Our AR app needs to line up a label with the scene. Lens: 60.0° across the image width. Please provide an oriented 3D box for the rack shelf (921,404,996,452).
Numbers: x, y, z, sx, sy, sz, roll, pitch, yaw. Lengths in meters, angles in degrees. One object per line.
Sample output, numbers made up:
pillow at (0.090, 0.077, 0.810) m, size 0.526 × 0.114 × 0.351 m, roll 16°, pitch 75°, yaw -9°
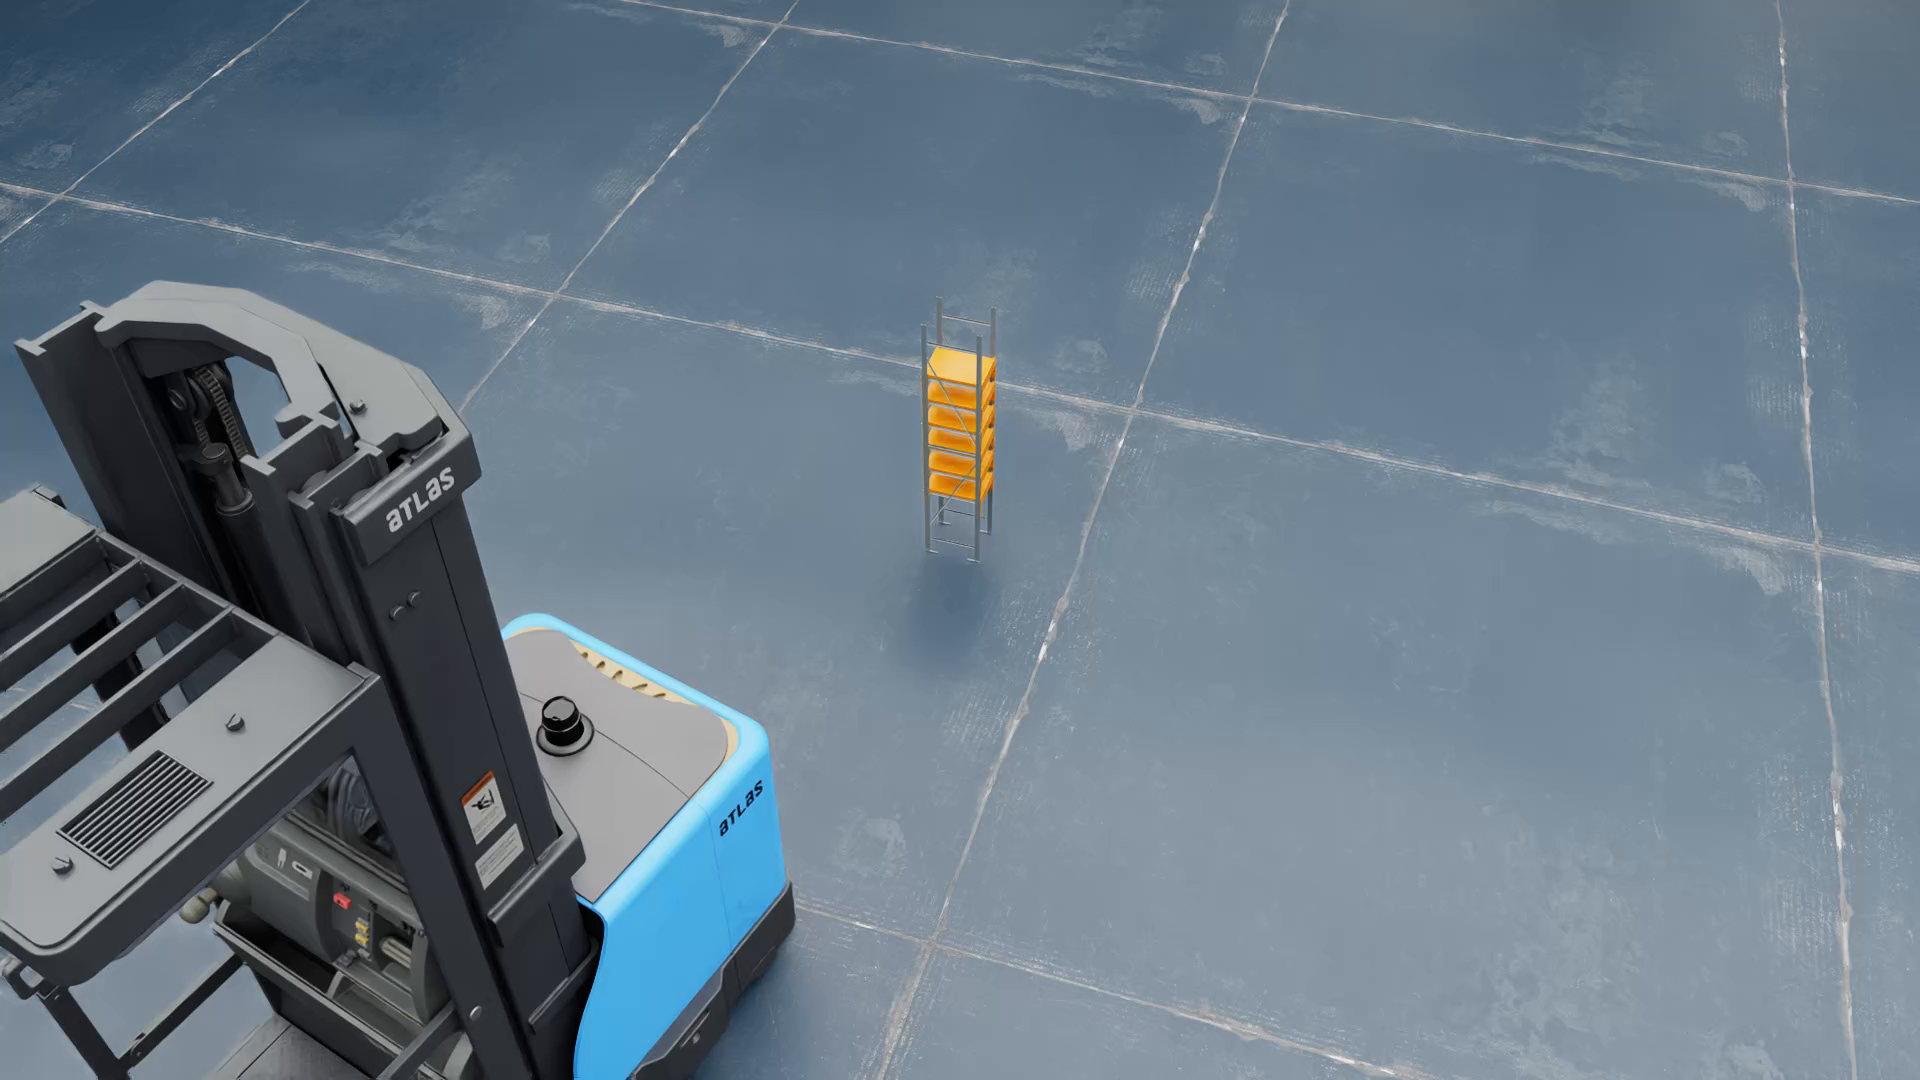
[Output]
rack shelf at (-0.004, -0.473, 6.667) m, size 0.258 × 0.103 × 0.180 m, roll 13°, pitch 46°, yaw 12°

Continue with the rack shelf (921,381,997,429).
rack shelf at (-0.004, -0.559, 6.583) m, size 0.258 × 0.103 × 0.180 m, roll 13°, pitch 46°, yaw 12°

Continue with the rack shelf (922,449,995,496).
rack shelf at (-0.004, -0.302, 6.834) m, size 0.258 × 0.103 × 0.180 m, roll 13°, pitch 46°, yaw 12°

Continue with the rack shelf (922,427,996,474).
rack shelf at (-0.004, -0.387, 6.751) m, size 0.258 × 0.103 × 0.180 m, roll 13°, pitch 46°, yaw 12°

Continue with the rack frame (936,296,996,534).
rack frame at (0.023, -0.480, 6.782) m, size 0.240 × 1.200 × 0.006 m, roll 13°, pitch 46°, yaw 12°

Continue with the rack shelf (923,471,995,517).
rack shelf at (-0.004, -0.216, 6.918) m, size 0.258 × 0.103 × 0.180 m, roll 13°, pitch 46°, yaw 12°

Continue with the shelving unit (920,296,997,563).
shelving unit at (-0.004, -0.419, 6.719) m, size 0.258 × 1.200 × 0.189 m, roll 13°, pitch 46°, yaw 12°

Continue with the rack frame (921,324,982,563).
rack frame at (-0.032, -0.358, 6.657) m, size 0.240 × 1.200 × 0.006 m, roll 13°, pitch 46°, yaw 12°

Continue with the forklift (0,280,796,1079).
forklift at (-1.775, 0.985, 4.047) m, size 1.130 × 2.935 × 3.031 m, roll 24°, pitch 49°, yaw 22°

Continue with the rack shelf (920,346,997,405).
rack shelf at (-0.004, -0.645, 6.499) m, size 0.258 × 0.103 × 0.180 m, roll 13°, pitch 46°, yaw 12°
